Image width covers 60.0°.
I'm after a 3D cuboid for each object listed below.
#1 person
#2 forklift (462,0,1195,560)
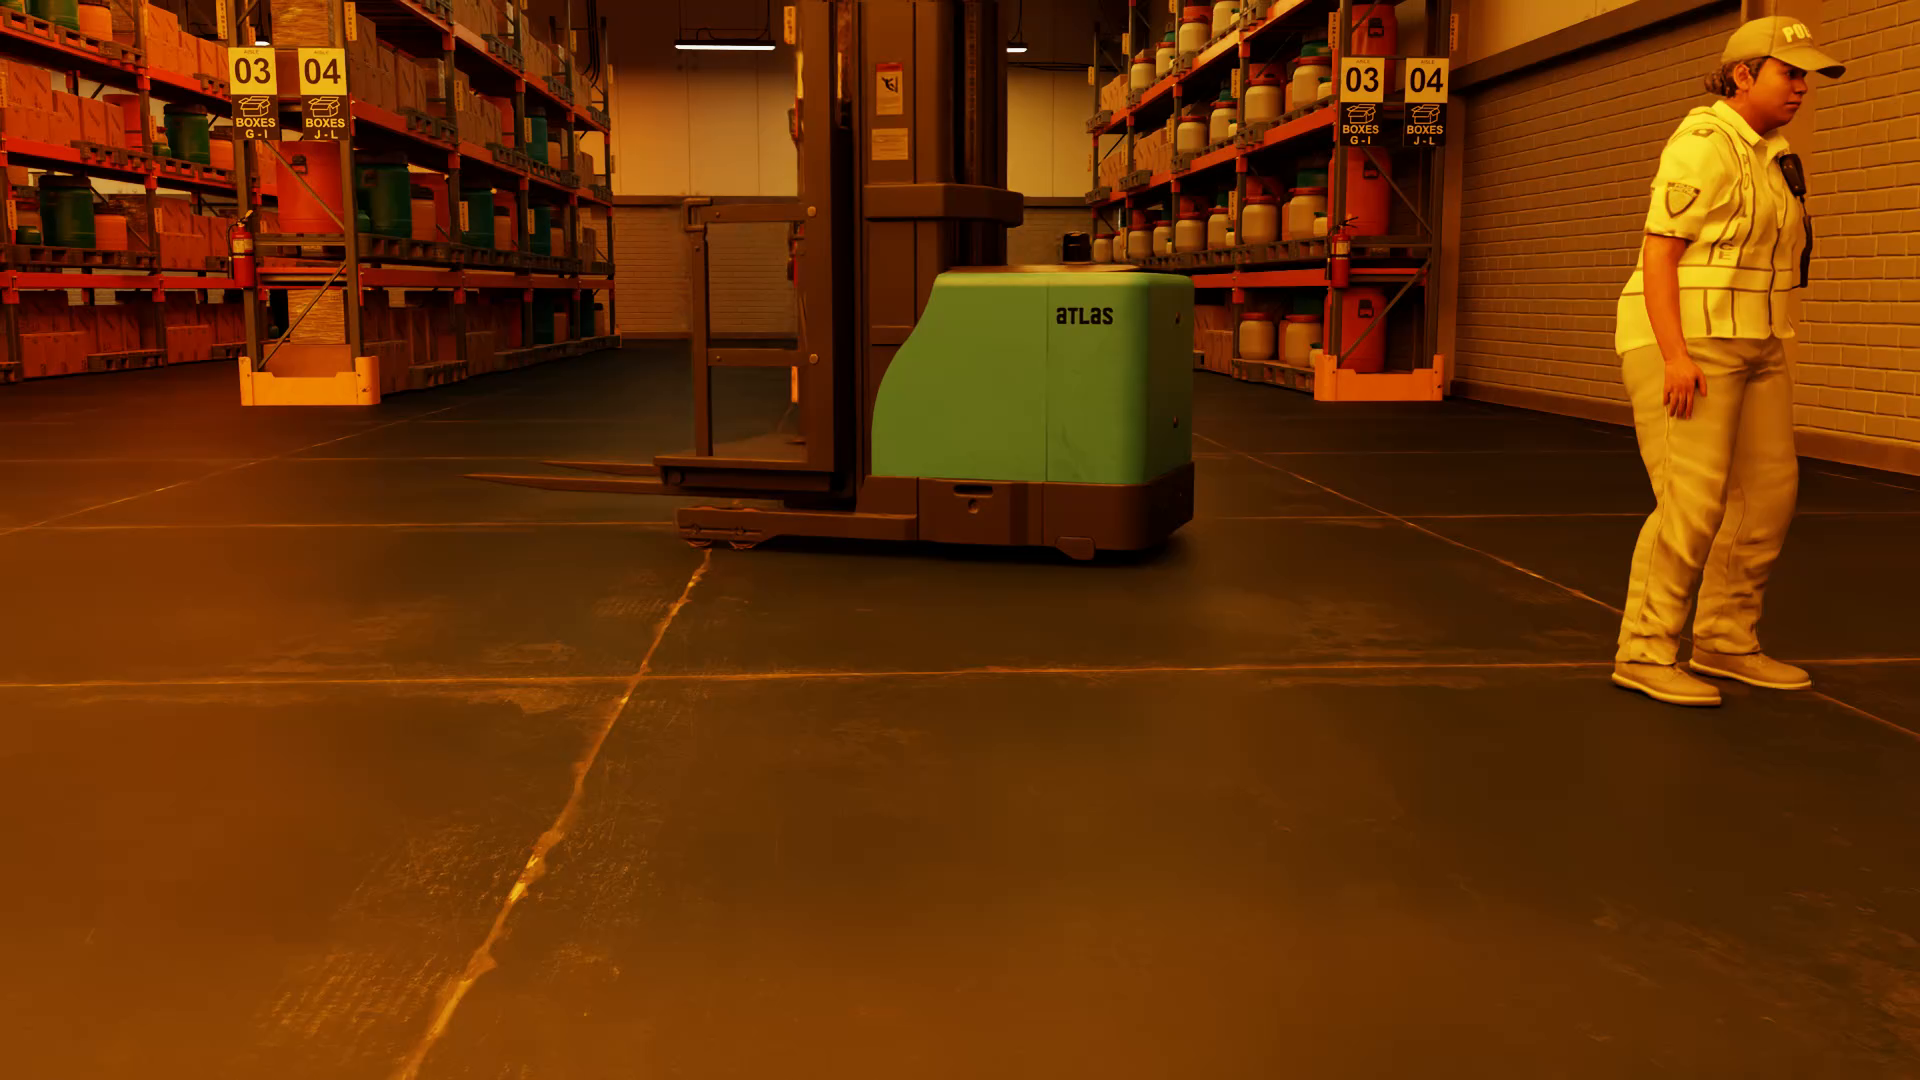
[{"bbox_3d":[1.911,-0.444,4.163,0.530,1.670,0.459,-6,10,-36],"label":"person"},{"bbox_3d":[-0.602,-1.480,6.797,3.031,2.935,1.130,3,9,19],"label":"forklift"}]
